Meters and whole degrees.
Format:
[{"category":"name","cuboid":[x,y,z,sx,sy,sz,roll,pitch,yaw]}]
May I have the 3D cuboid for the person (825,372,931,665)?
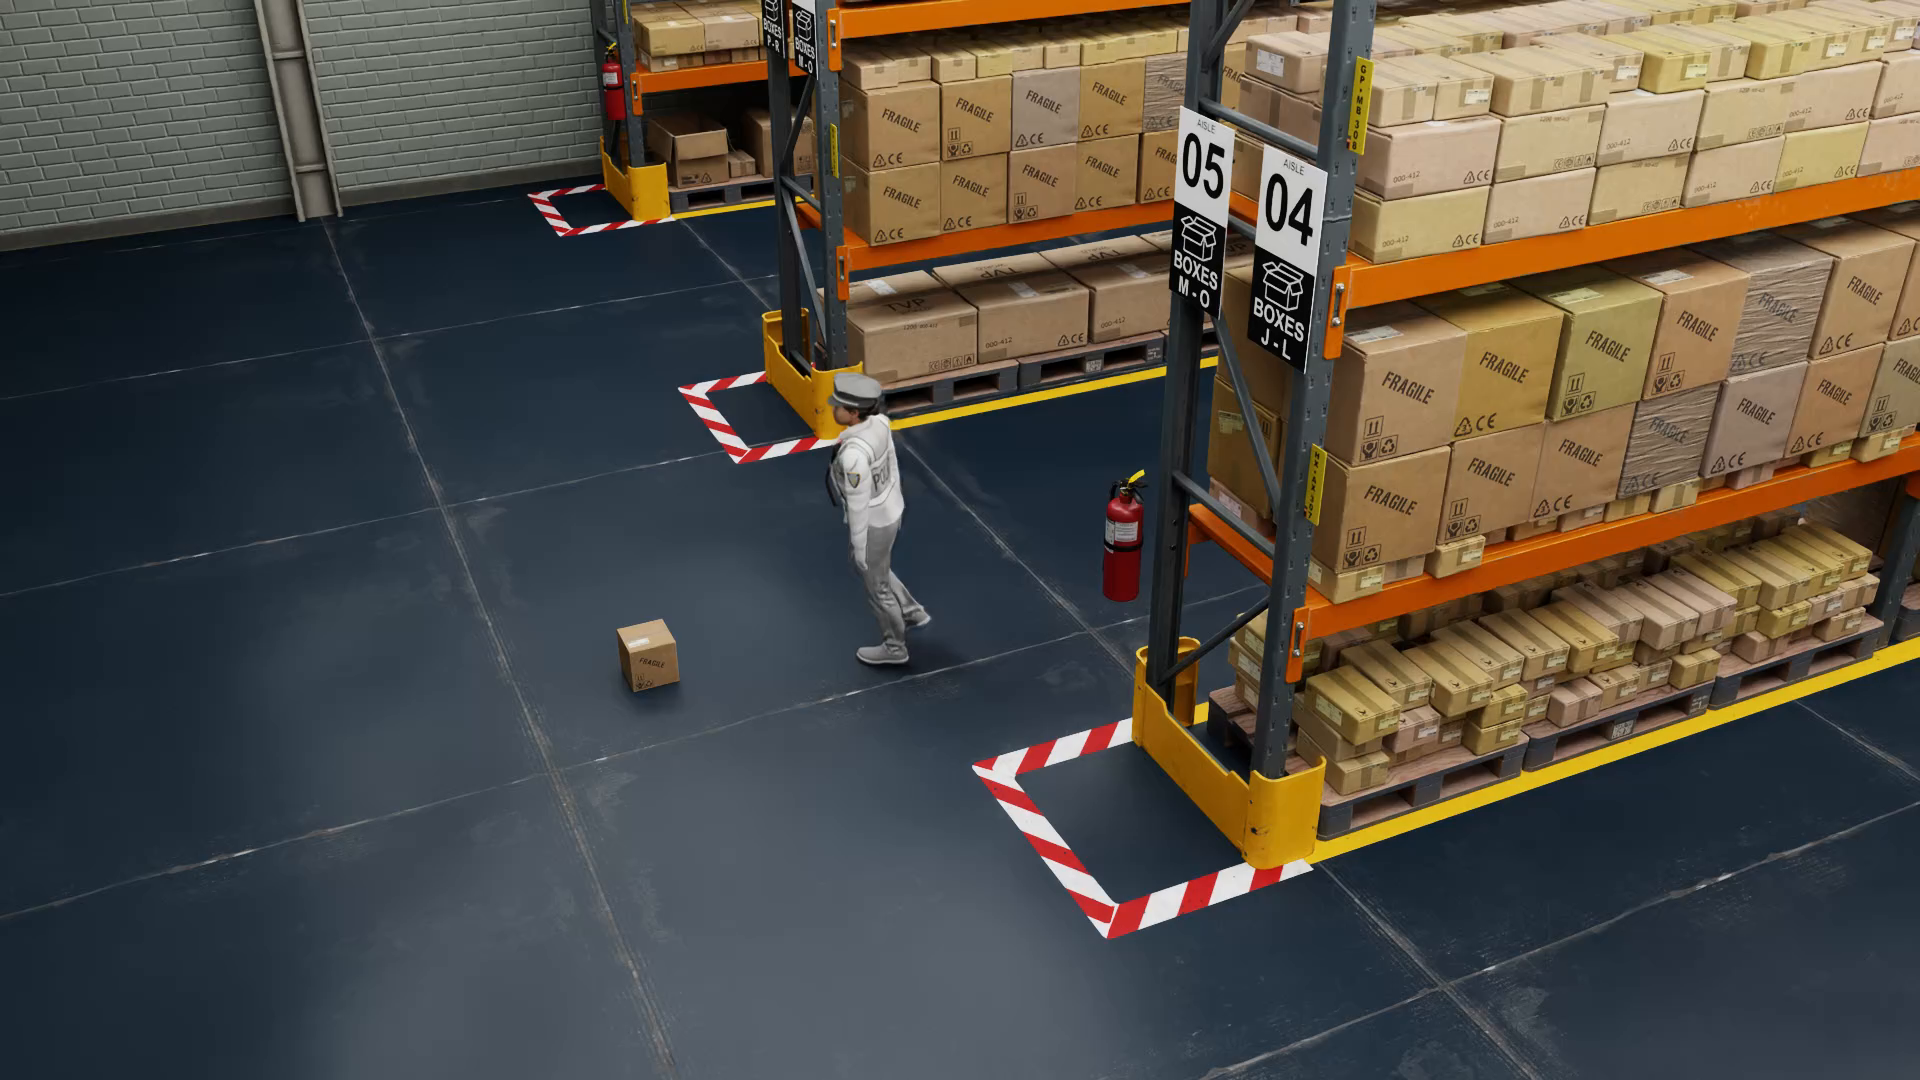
[{"category":"person","cuboid":[-0.415,-0.080,8.551,0.483,1.672,0.523,6,30,11]}]
